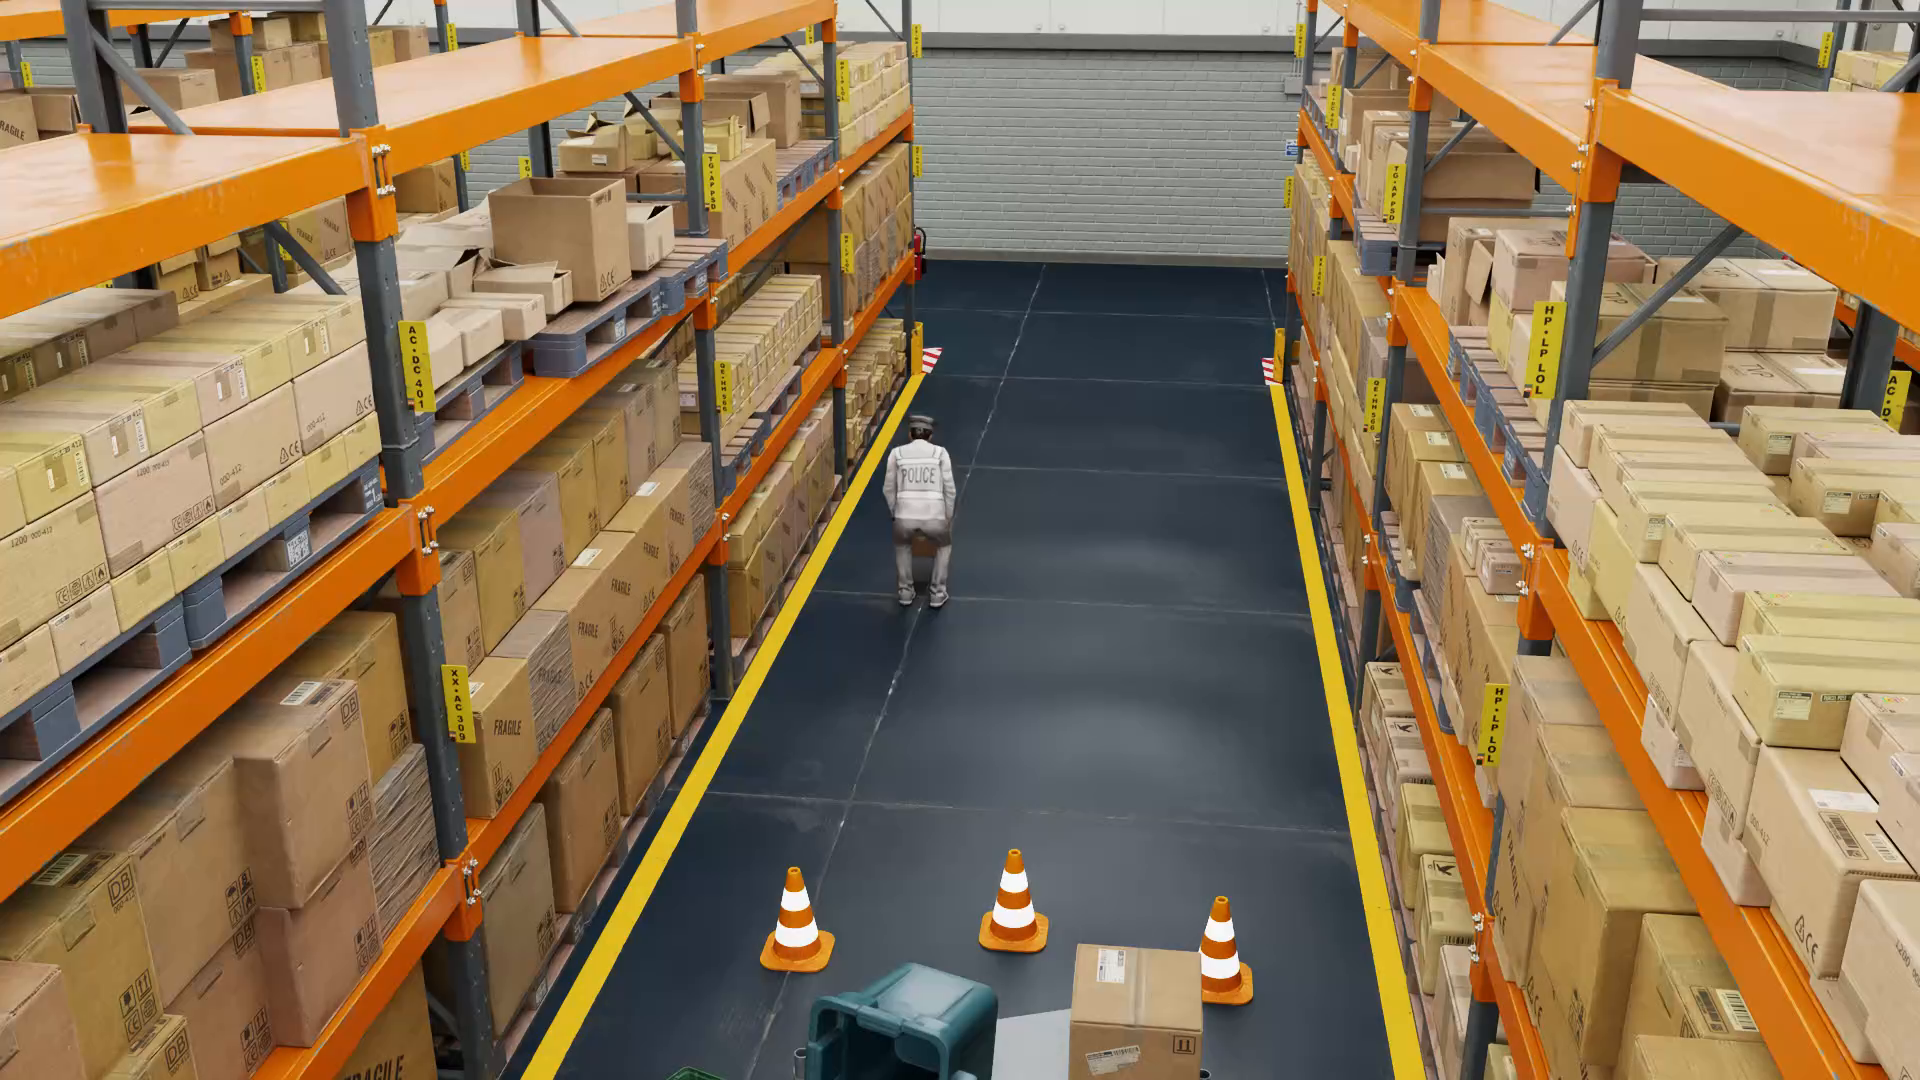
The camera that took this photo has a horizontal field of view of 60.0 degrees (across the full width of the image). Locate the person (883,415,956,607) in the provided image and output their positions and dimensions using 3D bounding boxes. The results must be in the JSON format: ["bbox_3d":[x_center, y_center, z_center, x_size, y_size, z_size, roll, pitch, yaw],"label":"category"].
[{"bbox_3d":[-0.302,-0.206,12.055,0.535,1.349,0.722,3,21,6],"label":"person"}]
